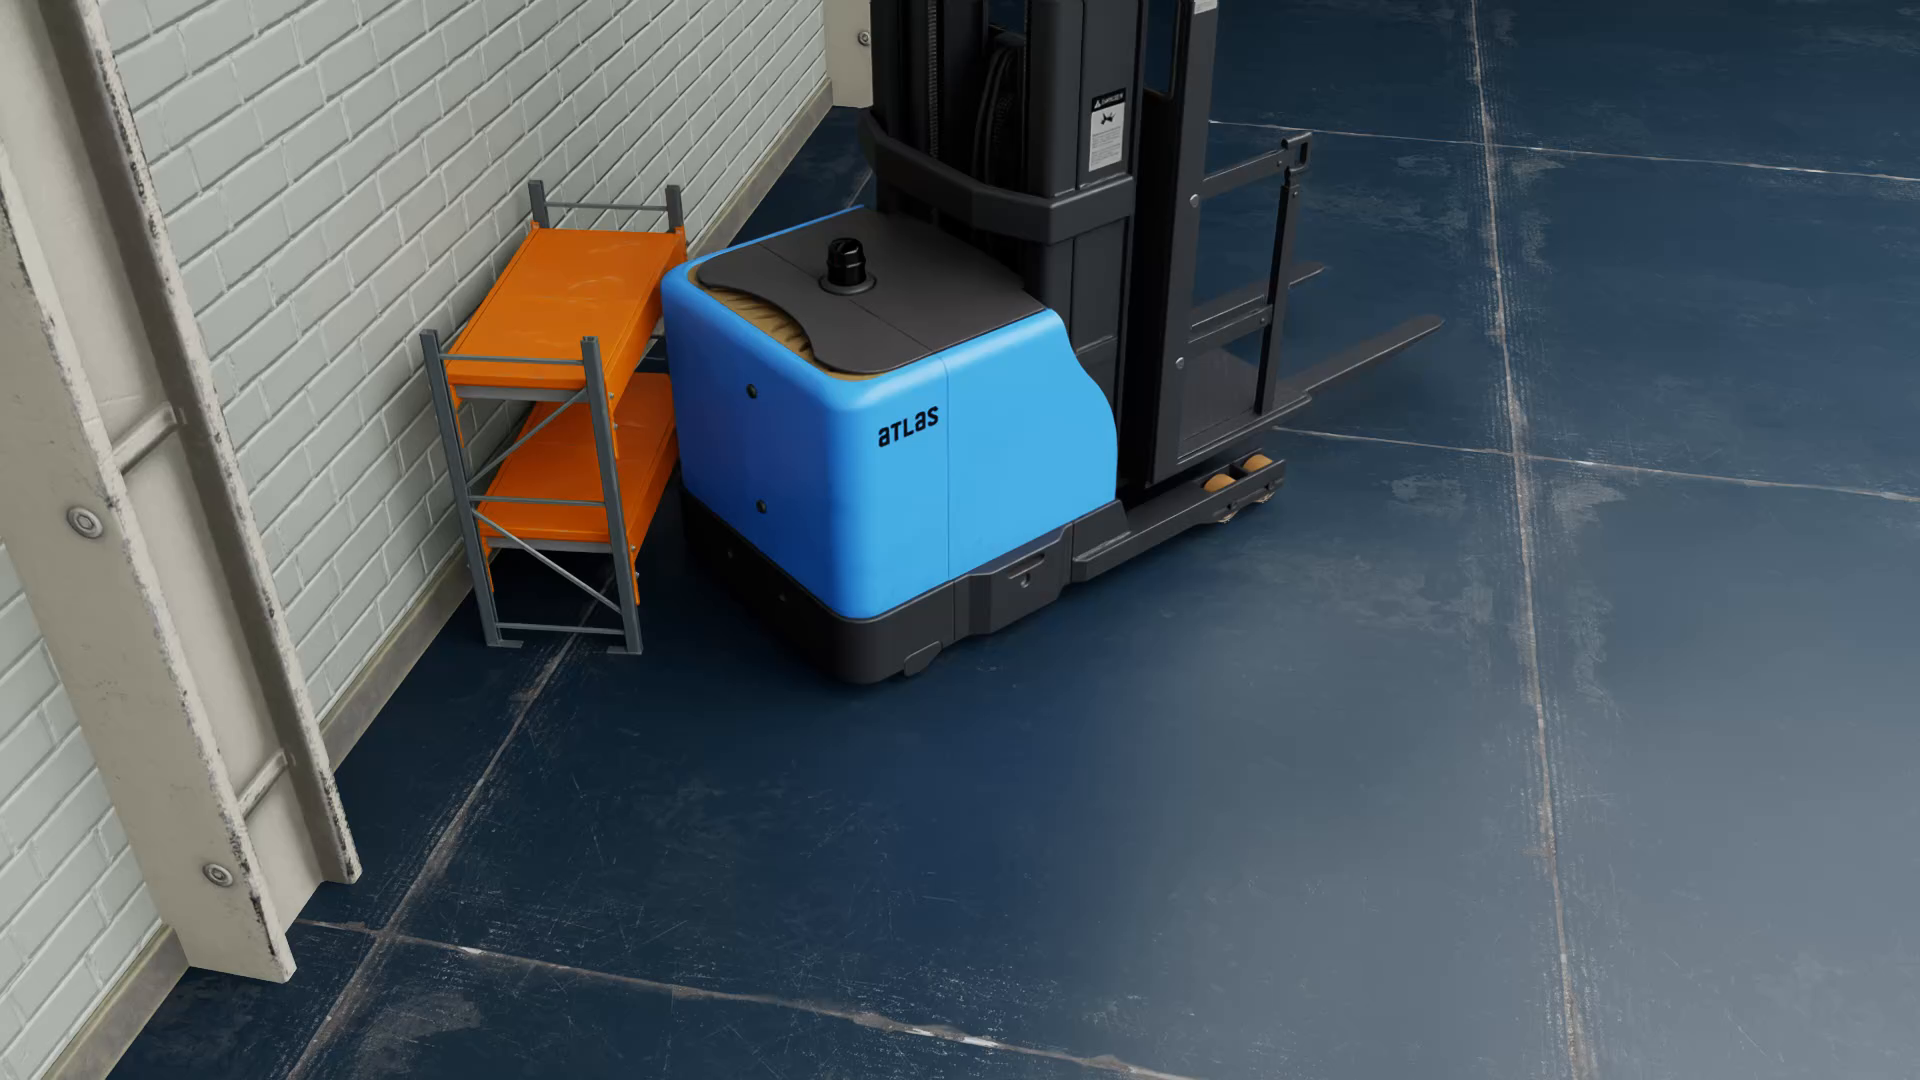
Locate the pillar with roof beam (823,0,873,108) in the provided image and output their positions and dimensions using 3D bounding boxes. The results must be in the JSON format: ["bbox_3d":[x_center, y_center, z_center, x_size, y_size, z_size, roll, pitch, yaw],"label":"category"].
[{"bbox_3d":[3.675,-5.556,5.747,9.100,9.000,0.400,7,37,10],"label":"pillar with roof beam"}]

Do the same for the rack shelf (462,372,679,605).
[{"bbox_3d":[-1.210,-0.213,5.502,0.538,0.278,1.000,3,36,4],"label":"rack shelf"}]

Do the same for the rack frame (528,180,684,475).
[{"bbox_3d":[-1.166,-0.708,5.768,0.500,1.125,0.032,3,36,4],"label":"rack frame"}]

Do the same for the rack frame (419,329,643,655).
[{"bbox_3d":[-1.254,-0.113,4.948,0.500,1.125,0.032,3,36,4],"label":"rack frame"}]

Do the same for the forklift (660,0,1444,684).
[{"bbox_3d":[0.532,-1.466,5.276,3.031,2.935,1.130,-26,43,-31],"label":"forklift"}]

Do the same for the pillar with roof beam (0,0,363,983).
[{"bbox_3d":[2.394,-2.116,1.001,9.100,9.000,0.400,7,37,10],"label":"pillar with roof beam"}]

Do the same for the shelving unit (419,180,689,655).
[{"bbox_3d":[-1.210,-0.411,5.358,0.538,1.125,1.048,3,36,4],"label":"shelving unit"}]

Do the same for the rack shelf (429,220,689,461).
[{"bbox_3d":[-1.210,-0.648,5.186,0.538,0.278,1.000,3,36,4],"label":"rack shelf"}]
